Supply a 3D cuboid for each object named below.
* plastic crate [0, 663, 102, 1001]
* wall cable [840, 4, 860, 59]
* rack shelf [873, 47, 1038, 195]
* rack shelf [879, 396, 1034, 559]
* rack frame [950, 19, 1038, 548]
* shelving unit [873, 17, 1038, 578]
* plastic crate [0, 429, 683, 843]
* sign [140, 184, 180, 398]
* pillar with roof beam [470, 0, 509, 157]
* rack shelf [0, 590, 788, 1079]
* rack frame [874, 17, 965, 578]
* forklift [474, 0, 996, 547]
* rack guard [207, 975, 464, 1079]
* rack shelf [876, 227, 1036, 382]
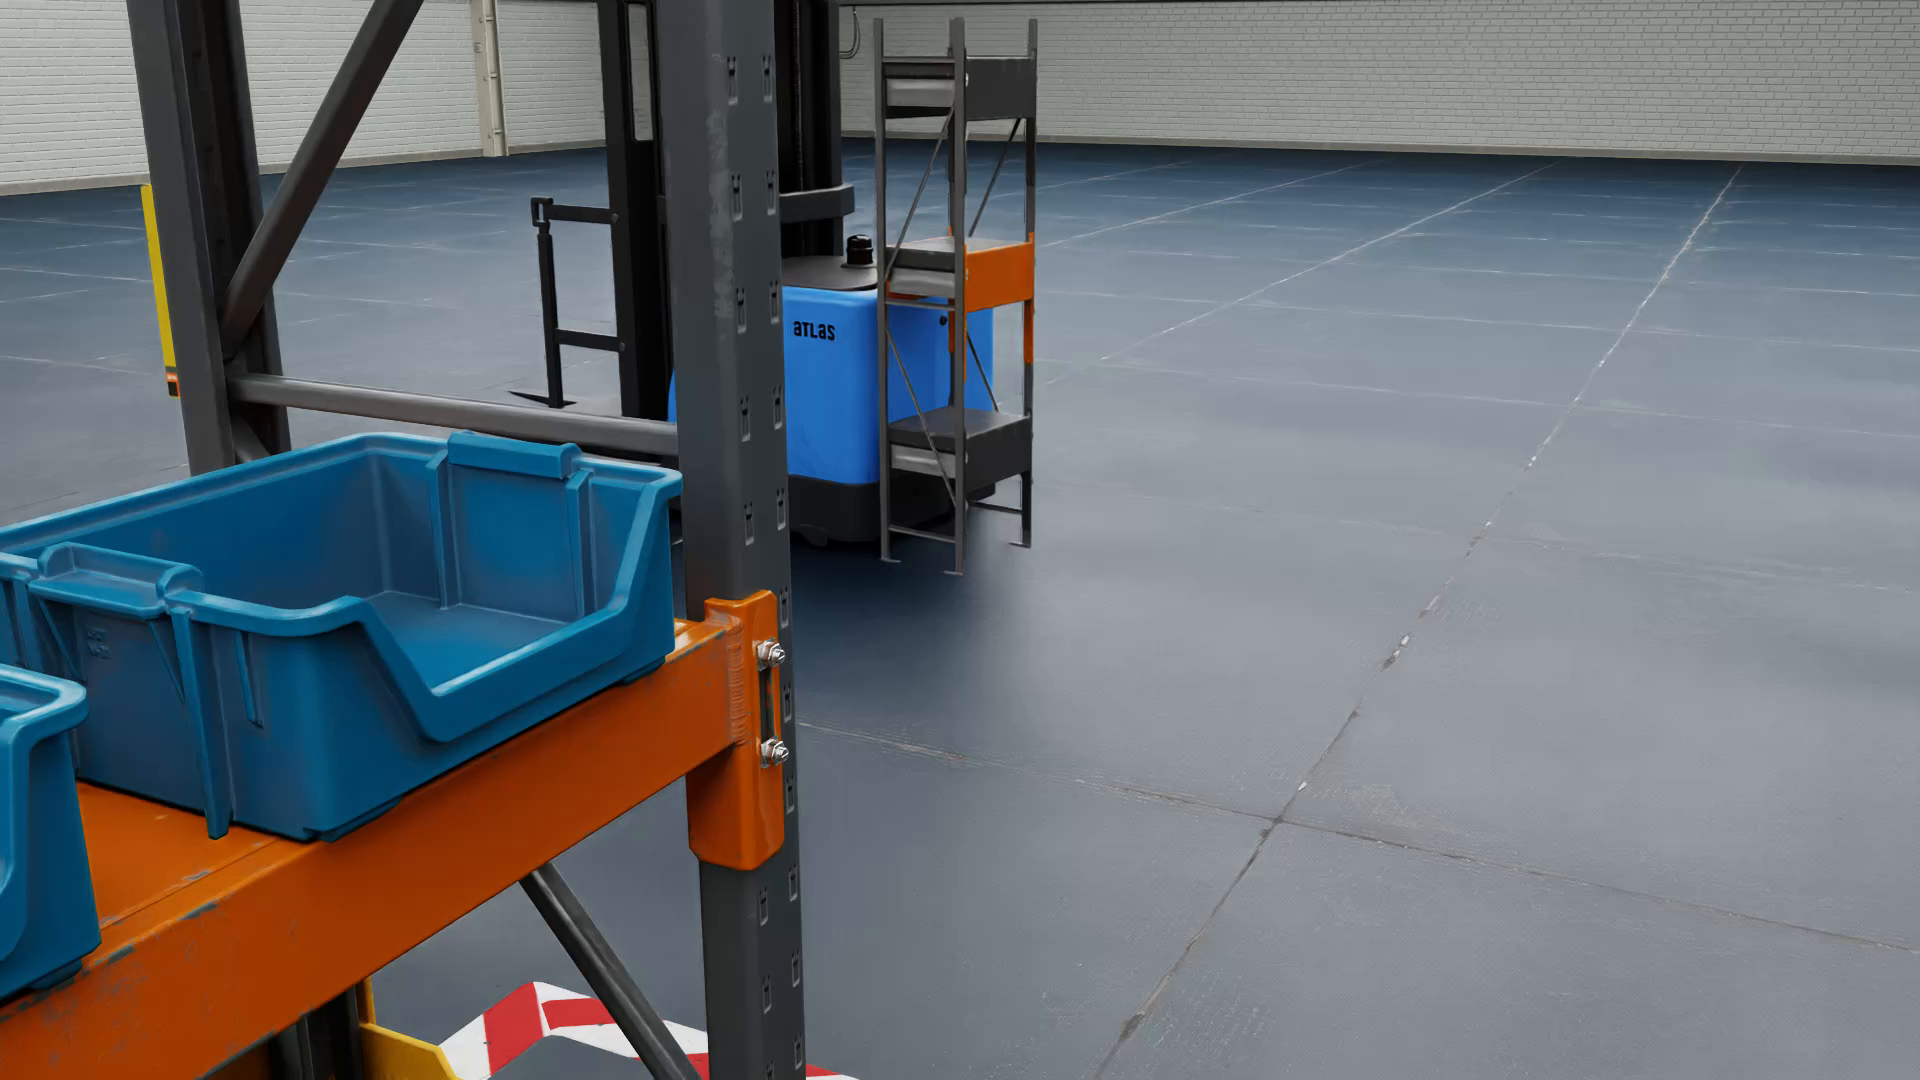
[{"bbox_3d":[-0.949,0.232,1.237,0.499,0.251,0.408,8,18,25],"label":"plastic crate"},{"bbox_3d":[-3.649,-12.240,37.882,3.097,2.526,0.112,8,18,25],"label":"wall cable"},{"bbox_3d":[-0.012,-1.607,6.335,0.431,0.518,0.480,11,20,33],"label":"rack shelf"},{"bbox_3d":[-0.012,-0.265,6.734,0.431,0.518,0.480,11,20,33],"label":"rack shelf"},{"bbox_3d":[0.127,-1.006,6.723,0.400,2.100,0.015,11,20,33],"label":"rack frame"},{"bbox_3d":[-0.012,-0.949,6.531,0.431,2.100,0.503,11,20,33],"label":"shelving unit"},{"bbox_3d":[-0.654,0.067,1.792,0.499,0.251,0.616,8,18,25],"label":"plastic crate"},{"bbox_3d":[-1.188,-0.374,2.528,0.100,0.325,0.005,8,18,25],"label":"sign"},{"bbox_3d":[-4.978,-11.070,28.490,9.100,9.000,0.400,8,18,25],"label":"pillar with roof beam"},{"bbox_3d":[-1.591,0.684,0.715,1.077,0.370,4.000,8,18,25],"label":"rack shelf"},{"bbox_3d":[-0.151,-0.892,6.339,0.400,2.100,0.015,11,20,33],"label":"rack frame"},{"bbox_3d":[-1.341,-1.682,7.538,3.031,2.935,1.130,11,20,33],"label":"forklift"},{"bbox_3d":[-0.689,1.054,2.598,1.175,0.500,0.348,8,18,25],"label":"rack guard"},{"bbox_3d":[-0.012,-0.936,6.535,0.431,0.518,0.480,11,20,33],"label":"rack shelf"}]
